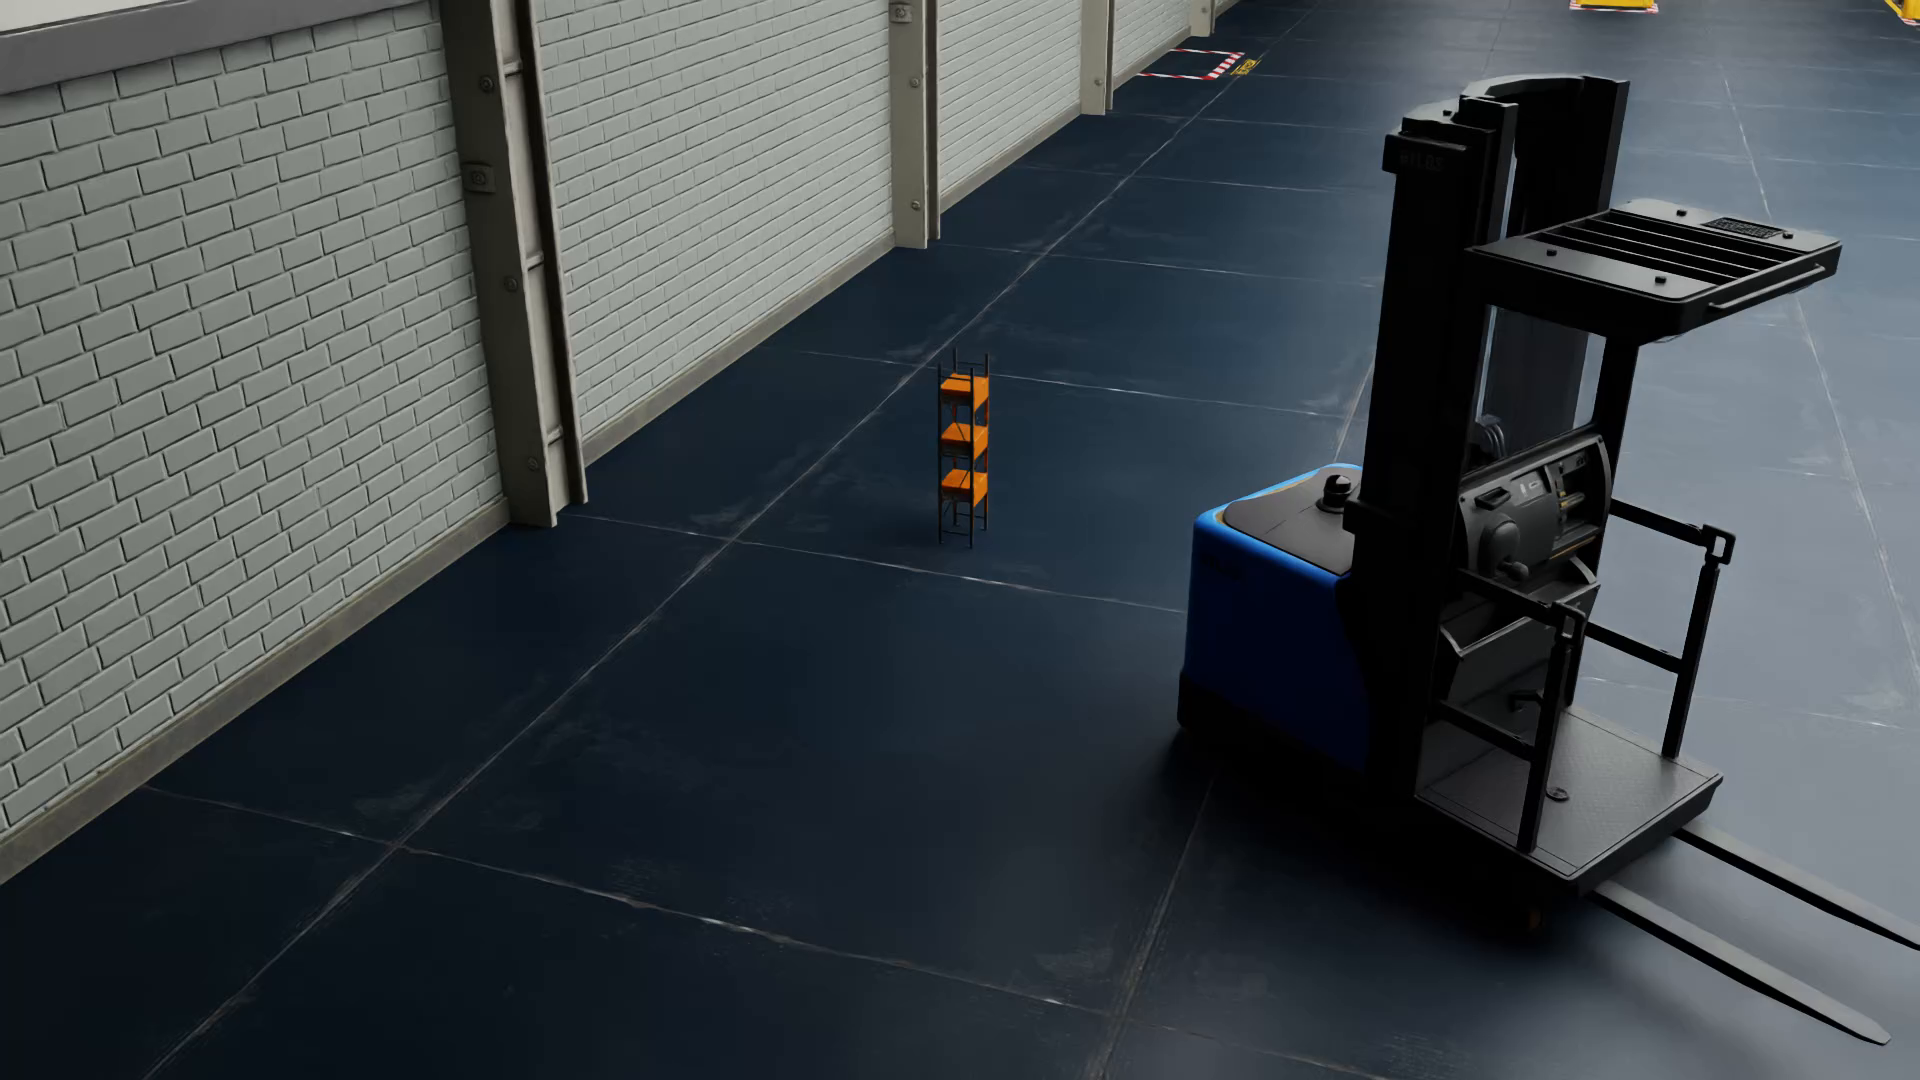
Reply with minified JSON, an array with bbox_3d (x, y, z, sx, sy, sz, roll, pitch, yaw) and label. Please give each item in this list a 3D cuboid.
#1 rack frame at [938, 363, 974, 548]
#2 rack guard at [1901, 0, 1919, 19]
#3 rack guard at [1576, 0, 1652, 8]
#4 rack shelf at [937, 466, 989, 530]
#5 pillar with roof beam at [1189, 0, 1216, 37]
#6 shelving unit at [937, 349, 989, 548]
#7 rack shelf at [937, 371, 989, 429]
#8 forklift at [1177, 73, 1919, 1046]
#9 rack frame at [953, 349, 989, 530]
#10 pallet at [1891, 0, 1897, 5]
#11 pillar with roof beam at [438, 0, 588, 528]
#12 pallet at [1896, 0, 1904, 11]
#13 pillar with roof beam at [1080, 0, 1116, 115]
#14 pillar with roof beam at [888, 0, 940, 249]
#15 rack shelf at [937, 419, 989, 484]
[{"bbox_3d":[-0.023,-0.444,8.963,0.200,1.050,0.008,9,27,17],"label":"rack frame"},{"bbox_3d":[15.511,-8.448,26.124,1.175,0.500,0.348,9,27,17],"label":"rack guard"},{"bbox_3d":[10.852,-9.120,27.512,1.175,0.500,0.348,9,27,17],"label":"rack guard"},{"bbox_3d":[0.018,-0.235,9.192,0.215,0.259,0.240,9,27,17],"label":"rack shelf"},{"bbox_3d":[7.668,-10.995,21.632,9.100,9.000,0.400,9,27,17],"label":"pillar with roof beam"},{"bbox_3d":[0.018,-0.495,9.067,0.215,1.050,0.252,9,27,17],"label":"shelving unit"},{"bbox_3d":[0.018,-0.740,8.948,0.215,0.259,0.240,9,27,17],"label":"rack shelf"},{"bbox_3d":[2.288,-0.091,6.074,1.130,2.935,3.031,-19,32,-35],"label":"forklift"},{"bbox_3d":[0.058,-0.545,9.170,0.200,1.050,0.008,9,27,17],"label":"rack frame"},{"bbox_3d":[16.194,-9.151,27.907,1.003,0.211,1.213,9,27,17],"label":"pallet"},{"bbox_3d":[1.678,-3.598,6.355,9.100,9.000,0.400,9,27,17],"label":"pillar with roof beam"},{"bbox_3d":[15.786,-8.651,26.875,1.003,0.211,1.213,9,27,17],"label":"pallet"},{"bbox_3d":[5.671,-8.529,16.540,9.100,9.000,0.400,9,27,17],"label":"pillar with roof beam"},{"bbox_3d":[3.674,-6.064,11.447,9.100,9.000,0.400,9,27,17],"label":"pillar with roof beam"},{"bbox_3d":[0.018,-0.485,9.071,0.215,0.259,0.240,9,27,17],"label":"rack shelf"}]
